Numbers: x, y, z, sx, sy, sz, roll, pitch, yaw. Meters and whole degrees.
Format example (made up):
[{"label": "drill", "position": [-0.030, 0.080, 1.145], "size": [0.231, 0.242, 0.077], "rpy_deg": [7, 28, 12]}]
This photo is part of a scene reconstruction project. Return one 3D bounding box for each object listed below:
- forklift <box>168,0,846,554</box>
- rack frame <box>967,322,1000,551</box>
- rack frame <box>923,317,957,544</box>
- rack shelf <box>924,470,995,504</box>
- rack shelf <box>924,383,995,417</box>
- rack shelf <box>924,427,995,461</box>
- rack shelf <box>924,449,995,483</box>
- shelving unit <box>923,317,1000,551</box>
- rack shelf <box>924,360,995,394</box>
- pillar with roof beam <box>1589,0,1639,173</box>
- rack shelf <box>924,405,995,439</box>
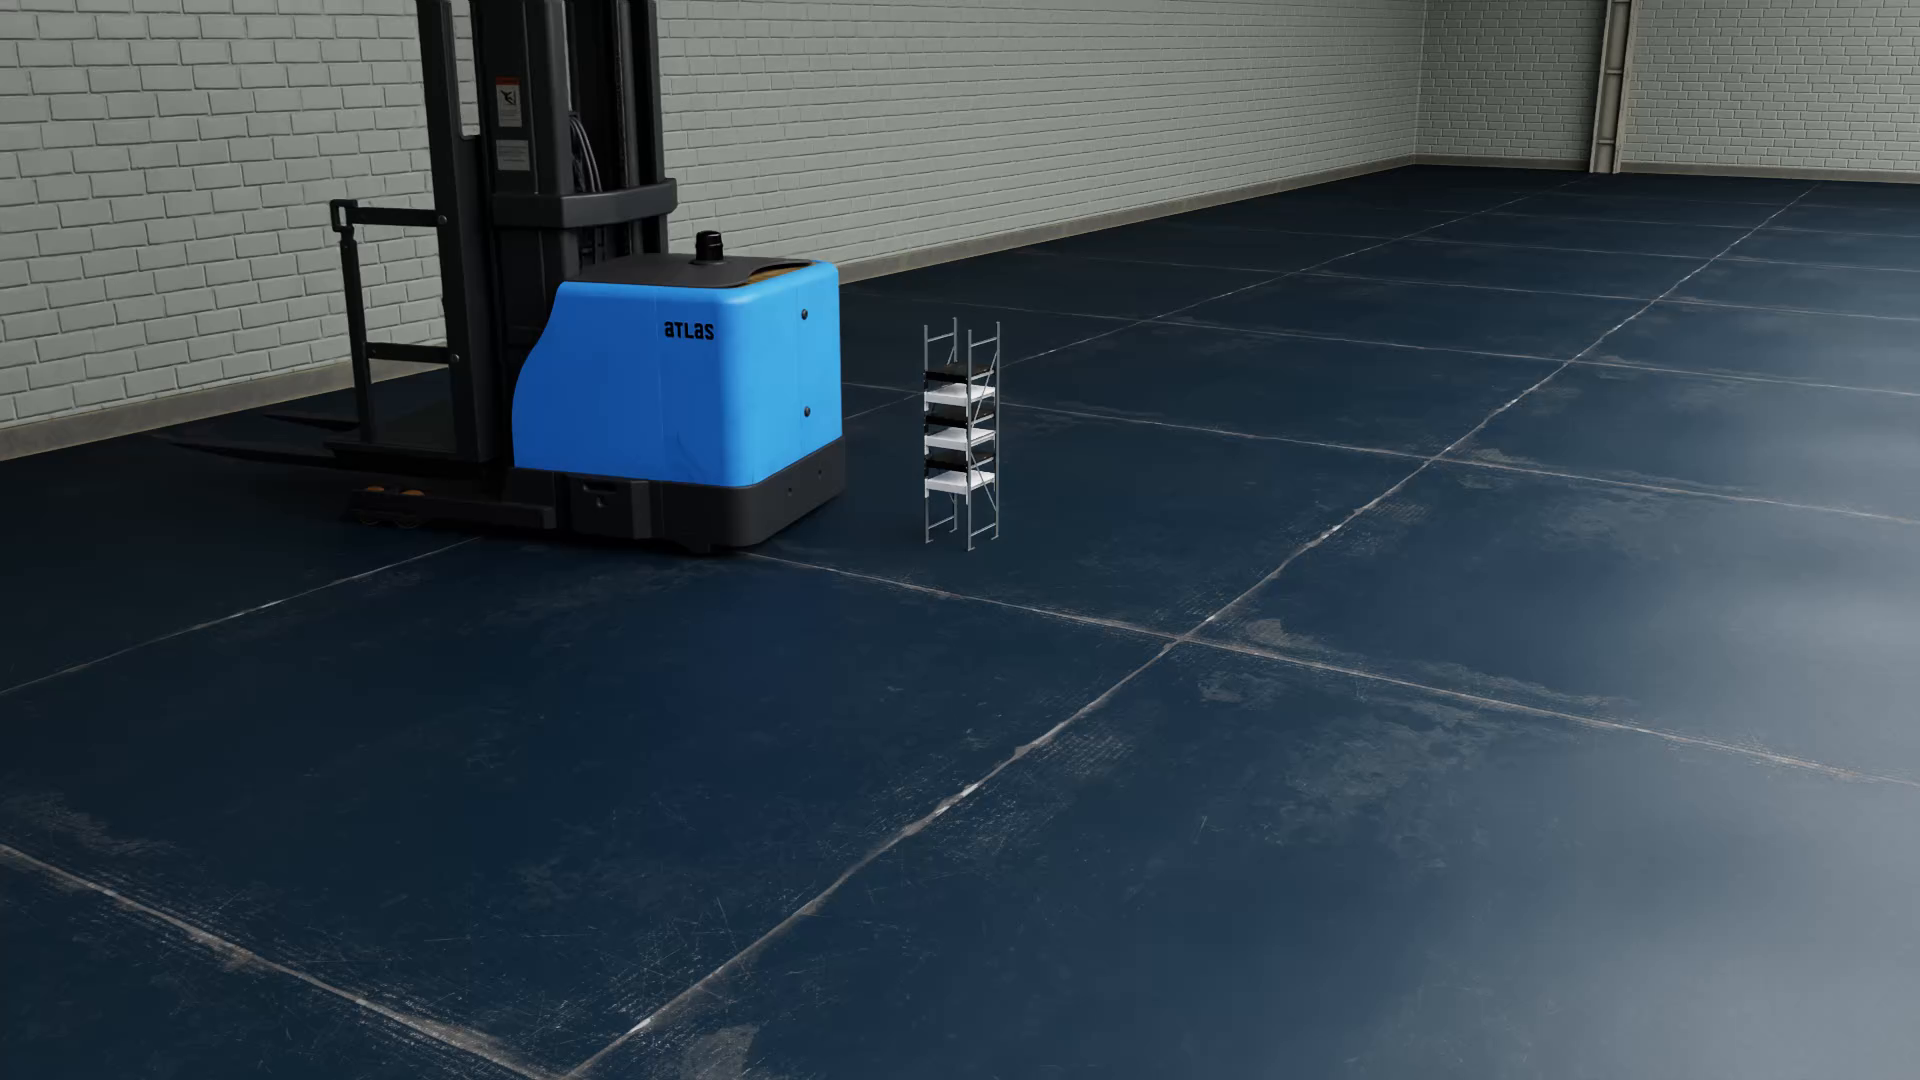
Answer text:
[{"label": "forklift", "position": [-2.080, -1.585, 7.056], "size": [3.031, 2.935, 1.130], "rpy_deg": [6, 18, 18]}, {"label": "rack frame", "position": [0.094, -0.414, 6.695], "size": [0.006, 0.900, 0.240], "rpy_deg": [10, 20, 30]}, {"label": "rack frame", "position": [-0.080, -0.445, 6.797], "size": [0.006, 0.900, 0.240], "rpy_deg": [10, 20, 30]}, {"label": "rack shelf", "position": [0.007, -0.225, 6.808], "size": [0.200, 0.077, 0.258], "rpy_deg": [10, 20, 30]}, {"label": "rack shelf", "position": [0.007, -0.570, 6.704], "size": [0.200, 0.077, 0.258], "rpy_deg": [10, 20, 30]}, {"label": "rack shelf", "position": [0.007, -0.397, 6.756], "size": [0.200, 0.077, 0.258], "rpy_deg": [10, 20, 30]}, {"label": "rack shelf", "position": [0.007, -0.311, 6.782], "size": [0.200, 0.077, 0.258], "rpy_deg": [10, 20, 30]}, {"label": "shelving unit", "position": [0.007, -0.429, 6.746], "size": [0.210, 0.900, 0.258], "rpy_deg": [10, 20, 30]}, {"label": "rack shelf", "position": [0.007, -0.656, 6.678], "size": [0.200, 0.077, 0.258], "rpy_deg": [10, 20, 30]}, {"label": "pillar with roof beam", "position": [7.568, -8.847, 20.524], "size": [0.400, 9.000, 9.100], "rpy_deg": [10, 20, 30]}, {"label": "rack shelf", "position": [0.007, -0.484, 6.730], "size": [0.200, 0.077, 0.258], "rpy_deg": [10, 20, 30]}]
